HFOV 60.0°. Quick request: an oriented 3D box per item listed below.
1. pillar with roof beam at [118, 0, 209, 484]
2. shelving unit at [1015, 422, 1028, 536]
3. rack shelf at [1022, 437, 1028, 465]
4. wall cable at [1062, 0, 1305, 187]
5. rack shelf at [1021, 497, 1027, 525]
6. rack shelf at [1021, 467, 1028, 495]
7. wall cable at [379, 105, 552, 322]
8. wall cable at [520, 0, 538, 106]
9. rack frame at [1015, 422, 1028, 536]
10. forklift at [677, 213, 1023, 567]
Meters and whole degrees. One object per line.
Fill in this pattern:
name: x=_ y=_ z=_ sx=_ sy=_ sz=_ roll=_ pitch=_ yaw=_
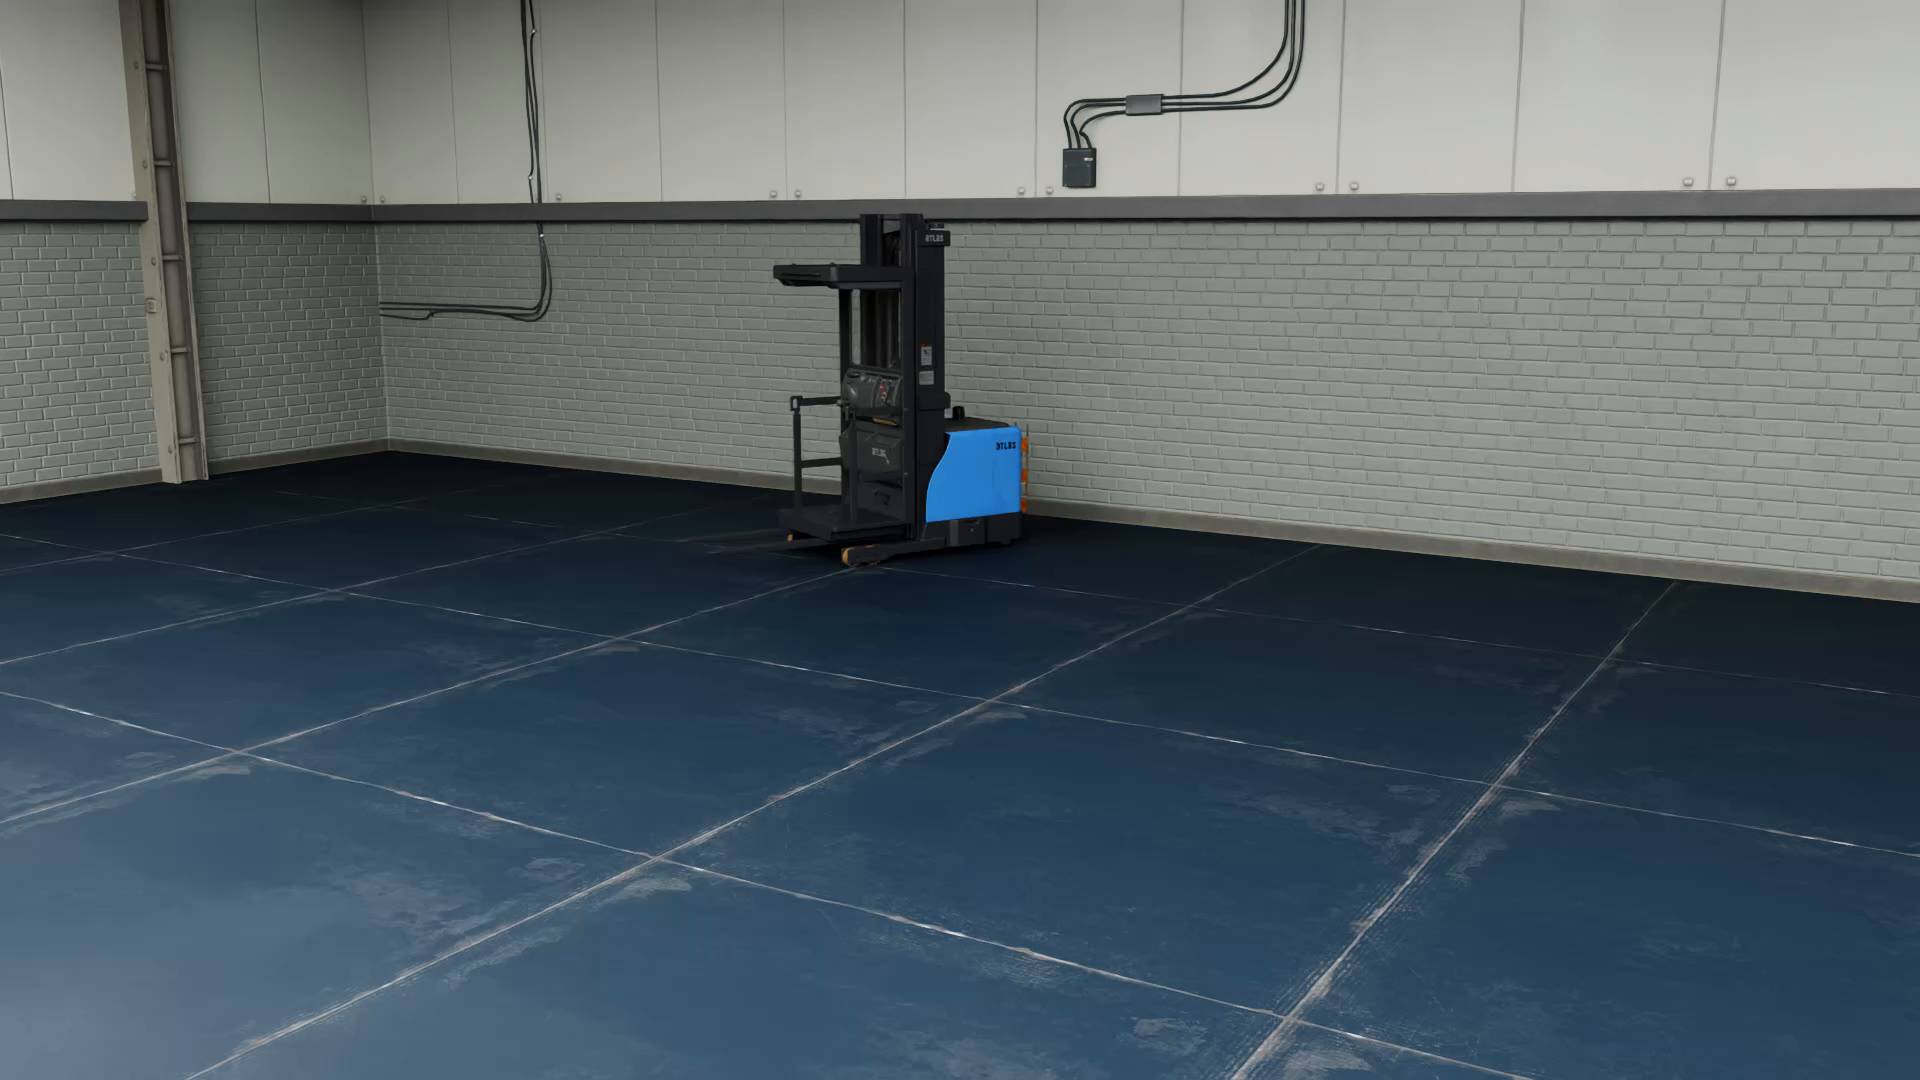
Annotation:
pillar with roof beam: x=-5.112 y=-4.689 z=15.842 sx=9.100 sy=9.000 sz=0.400 roll=6 pitch=12 yaw=31
shelving unit: x=0.464 y=-0.554 z=15.355 sx=0.252 sy=1.050 sz=0.215 roll=-7 pitch=13 yaw=-33
rack shelf: x=0.464 y=-0.822 z=15.305 sx=0.240 sy=0.259 sz=0.215 roll=-7 pitch=13 yaw=-33
wall cable: x=1.974 y=-6.200 z=14.668 sx=2.305 sy=6.003 sz=0.169 roll=6 pitch=12 yaw=31
rack shelf: x=0.464 y=-0.270 z=15.408 sx=0.240 sy=0.259 sz=0.215 roll=-7 pitch=13 yaw=-33
rack shelf: x=0.464 y=-0.543 z=15.357 sx=0.240 sy=0.259 sz=0.215 roll=-7 pitch=13 yaw=-33
wall cable: x=-6.131 y=-3.911 z=20.125 sx=3.097 sy=2.526 sz=0.112 roll=6 pitch=12 yaw=31
wall cable: x=-3.819 y=-6.135 z=18.280 sx=3.097 sy=2.526 sz=0.112 roll=6 pitch=12 yaw=31
rack frame: x=0.566 y=-0.566 z=15.421 sx=0.008 sy=1.050 sz=0.200 roll=-7 pitch=13 yaw=-33
forklift: x=-0.946 y=-1.321 z=14.343 sx=3.031 sy=2.935 sz=1.130 roll=-7 pitch=13 yaw=-33
